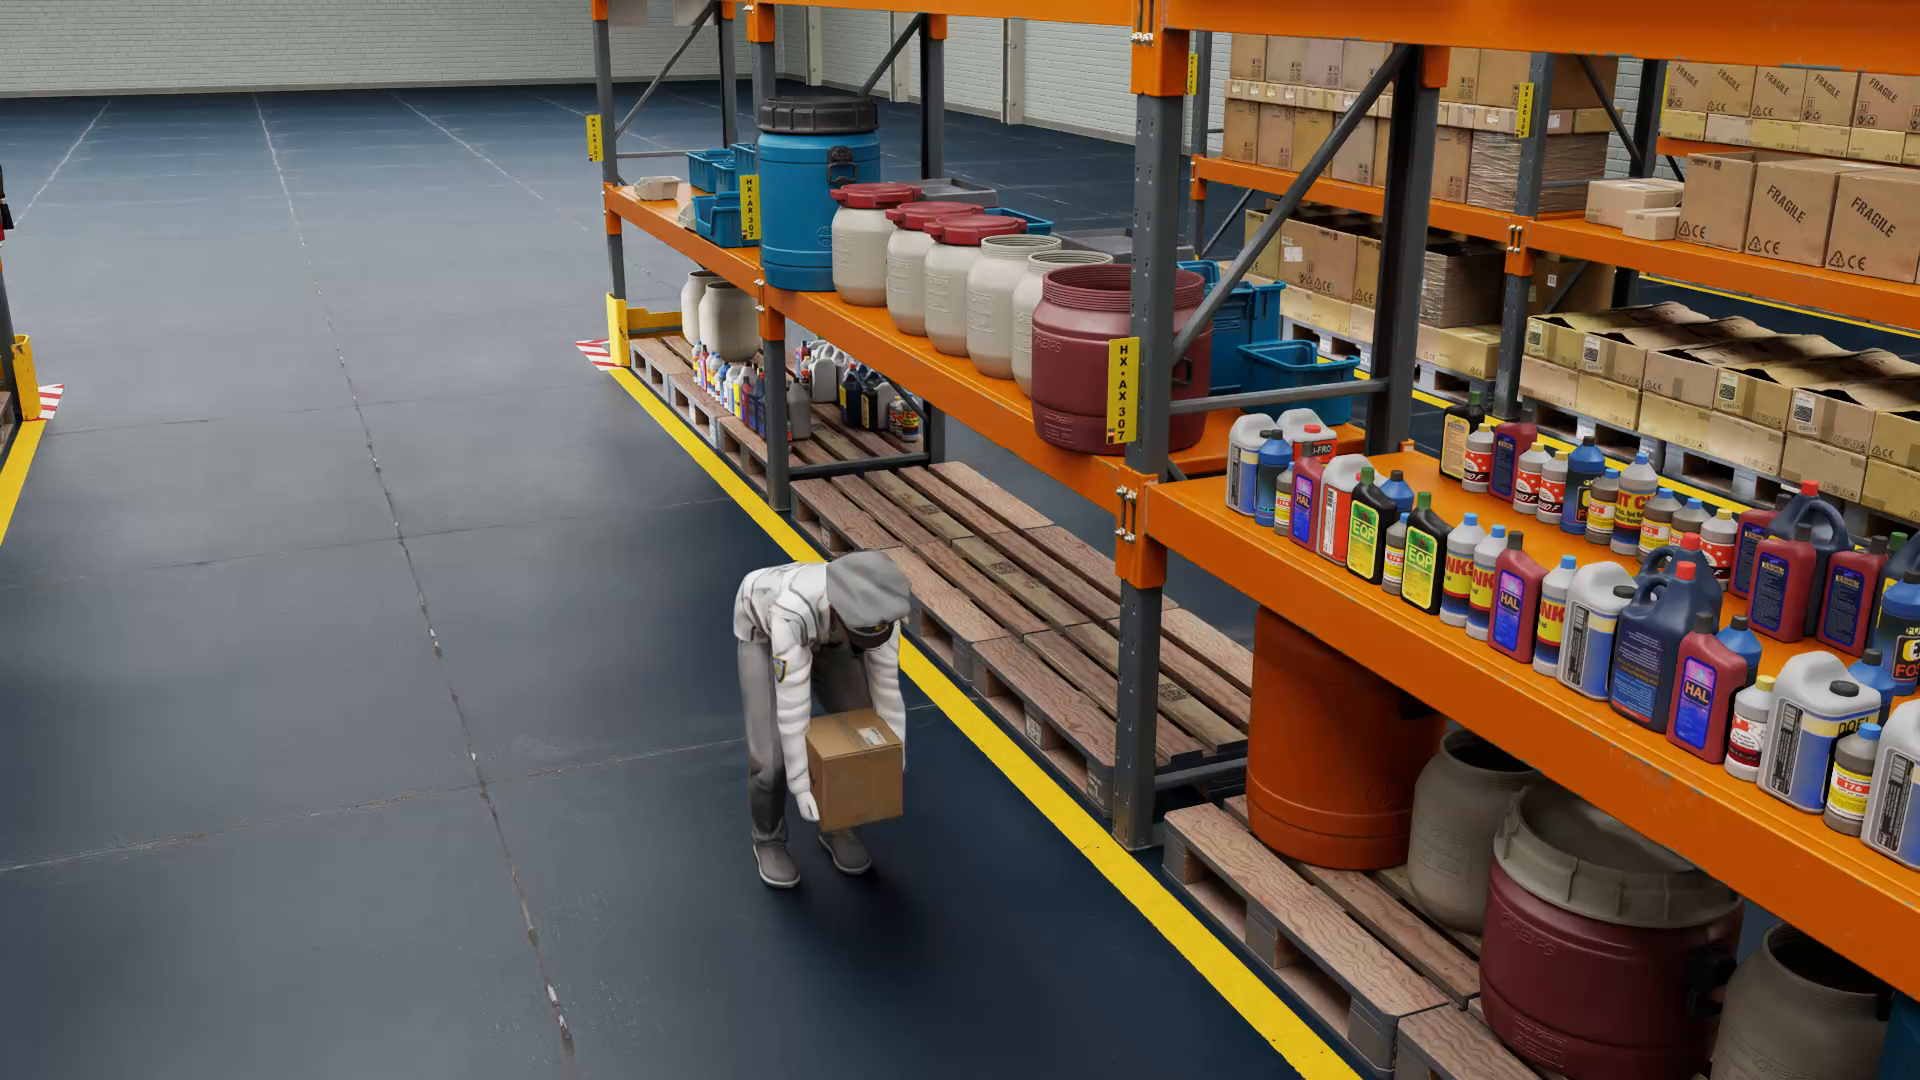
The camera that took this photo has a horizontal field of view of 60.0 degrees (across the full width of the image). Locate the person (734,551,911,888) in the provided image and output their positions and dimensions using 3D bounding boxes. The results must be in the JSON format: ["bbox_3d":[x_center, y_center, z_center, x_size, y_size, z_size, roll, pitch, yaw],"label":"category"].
[{"bbox_3d":[-0.411,0.546,5.134,0.423,1.240,0.897,-9,21,-24],"label":"person"}]
